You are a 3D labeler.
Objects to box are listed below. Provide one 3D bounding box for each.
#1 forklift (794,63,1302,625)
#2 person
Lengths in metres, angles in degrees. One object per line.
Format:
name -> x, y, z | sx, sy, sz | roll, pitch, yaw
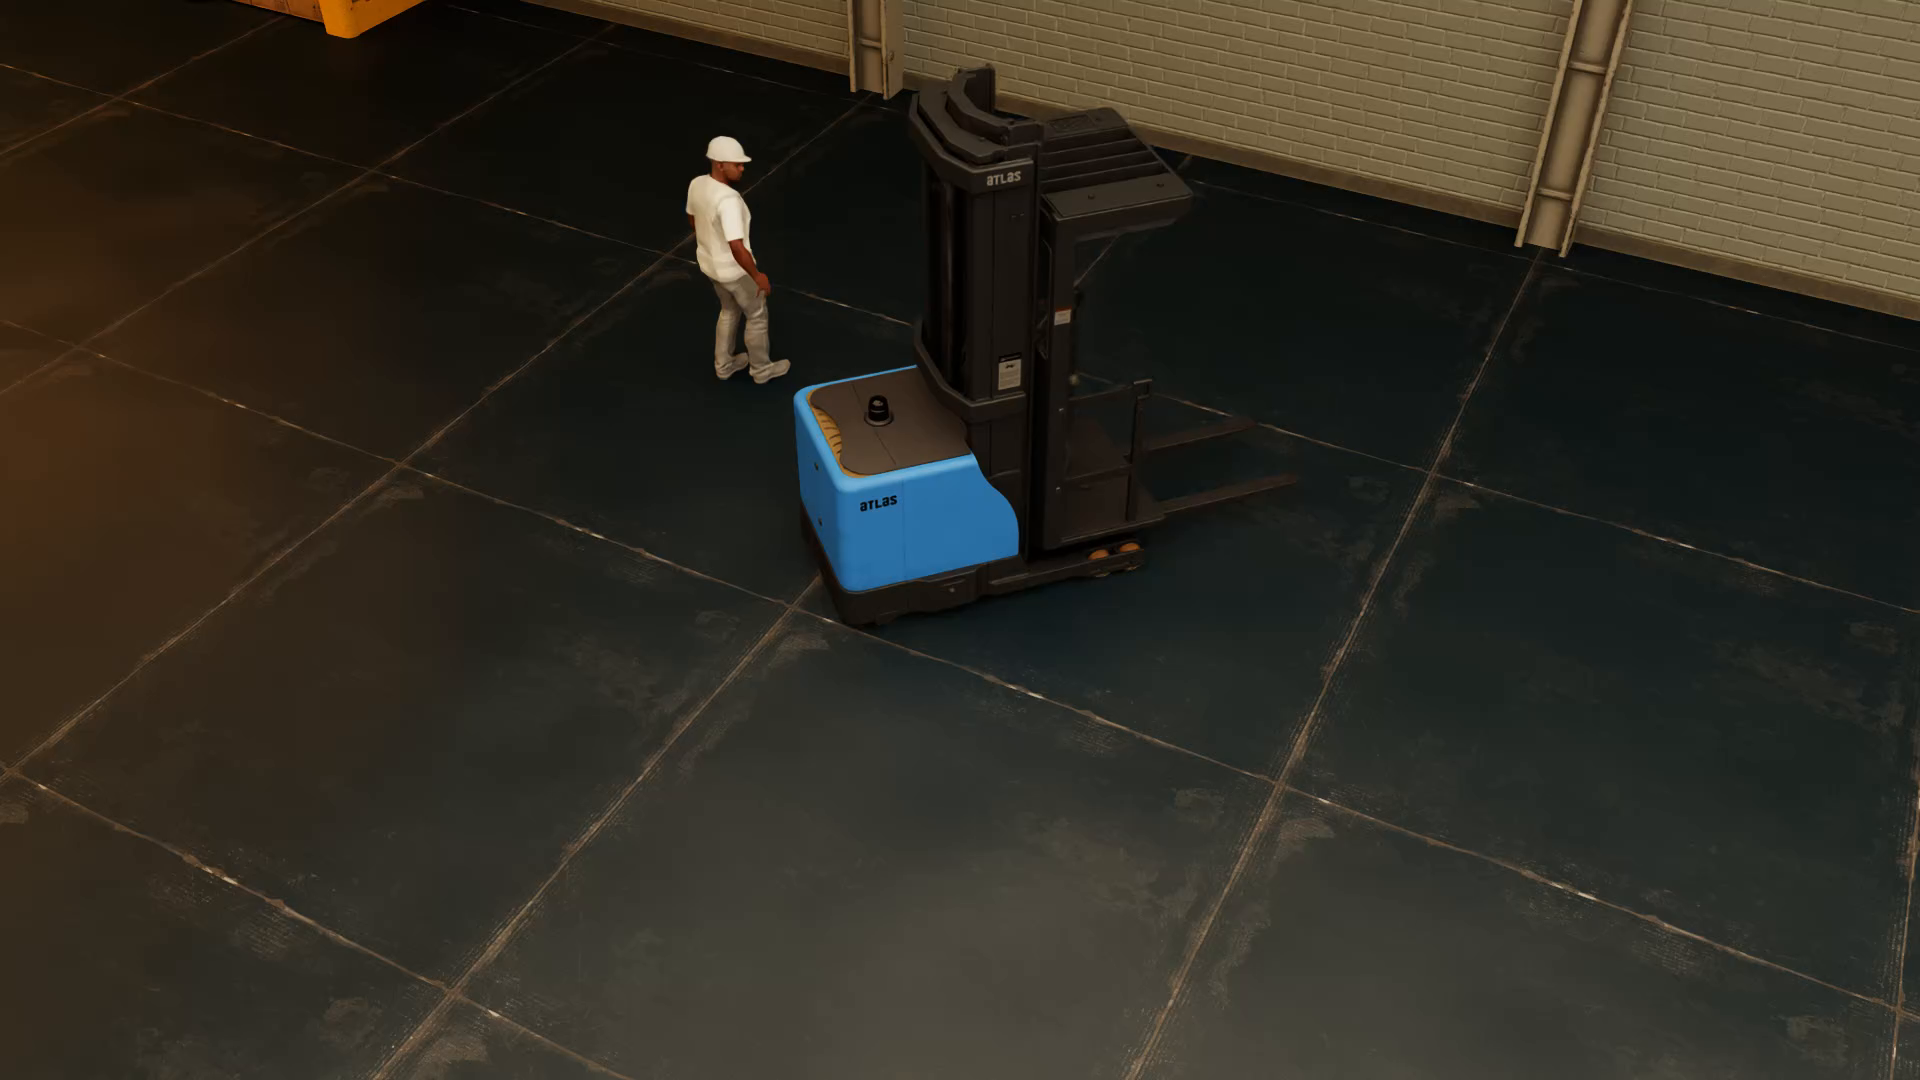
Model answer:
forklift -> 0.595, -1.206, 9.418 | 3.031, 2.935, 1.130 | -13, 42, -15
person -> -1.480, -1.859, 11.111 | 0.498, 1.752, 0.774 | -29, 48, -30
